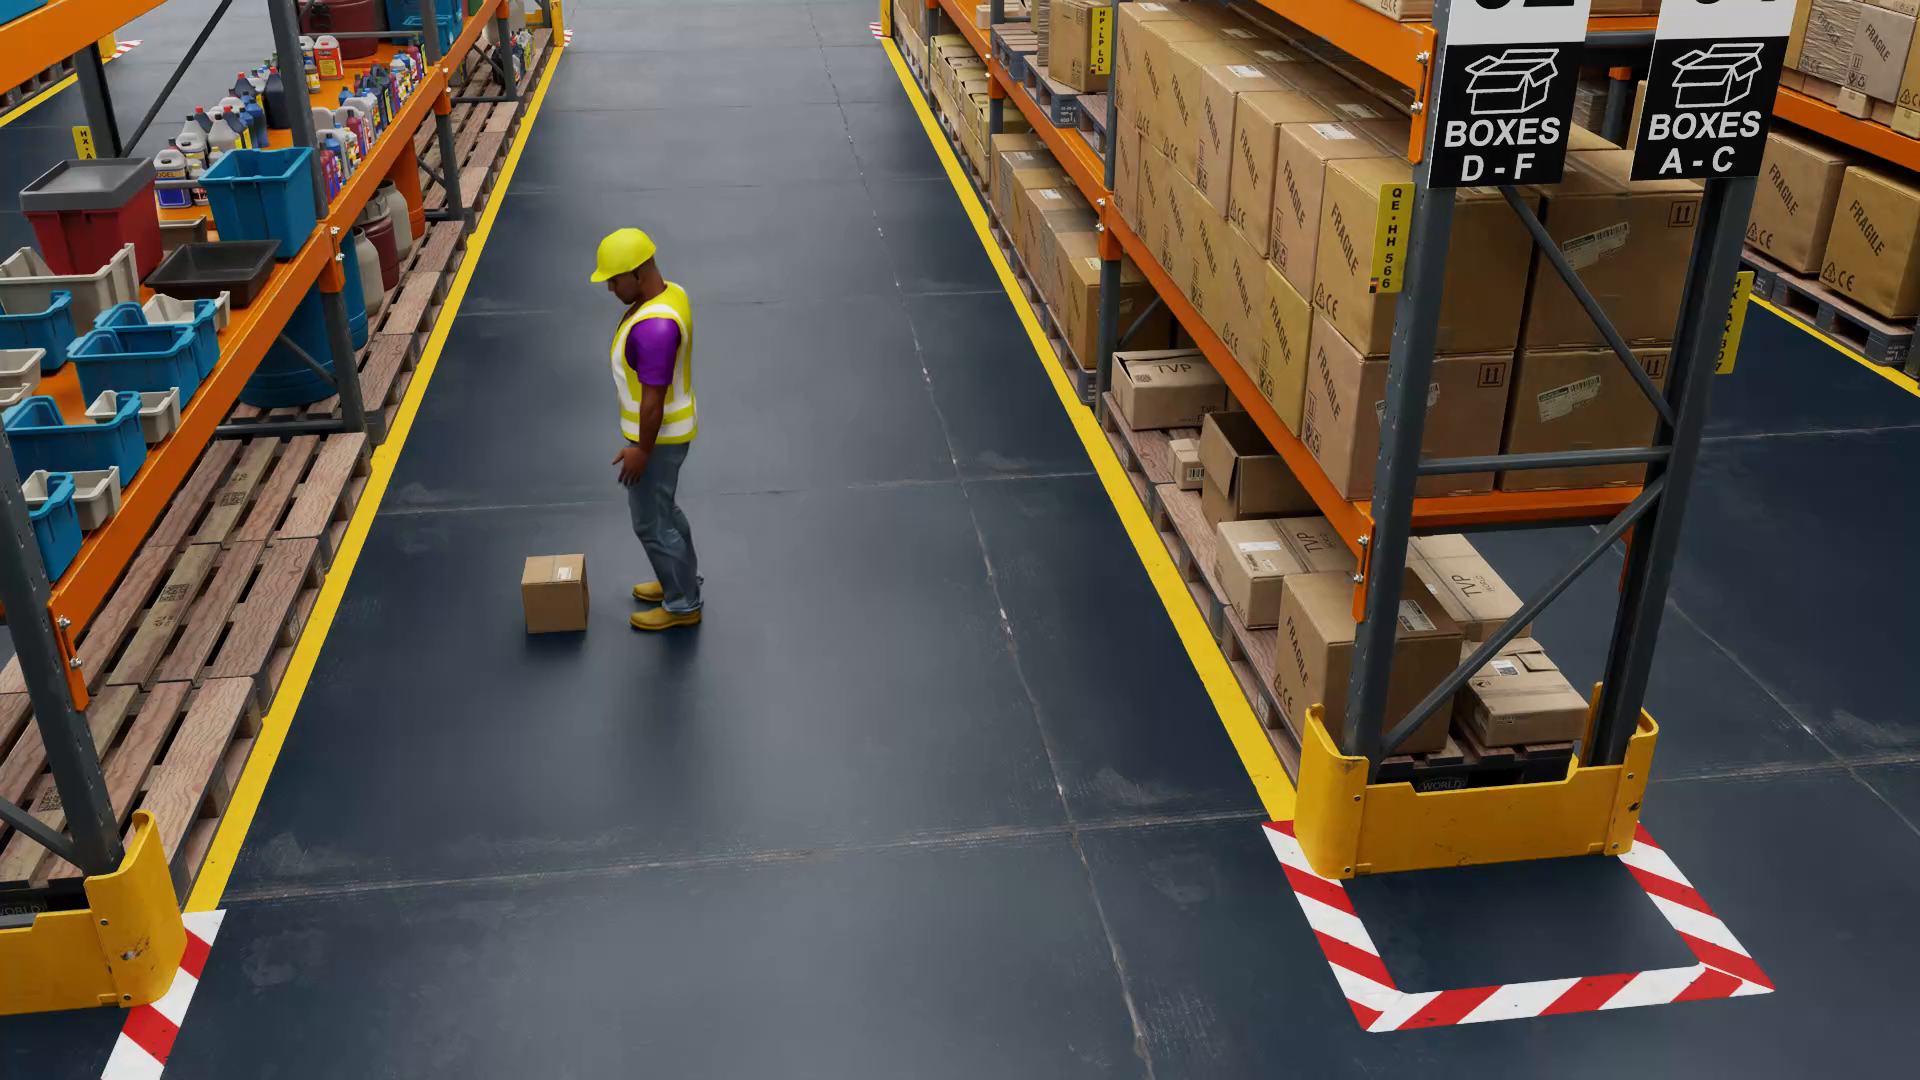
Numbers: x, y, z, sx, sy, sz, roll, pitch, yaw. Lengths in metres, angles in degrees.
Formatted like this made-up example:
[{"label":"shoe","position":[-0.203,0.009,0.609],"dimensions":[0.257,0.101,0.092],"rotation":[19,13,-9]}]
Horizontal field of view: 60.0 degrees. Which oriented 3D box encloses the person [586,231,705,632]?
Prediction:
[{"label":"person","position":[-1.299,-0.449,7.006],"dimensions":[0.409,1.738,0.581],"rotation":[-3,27,-6]}]
